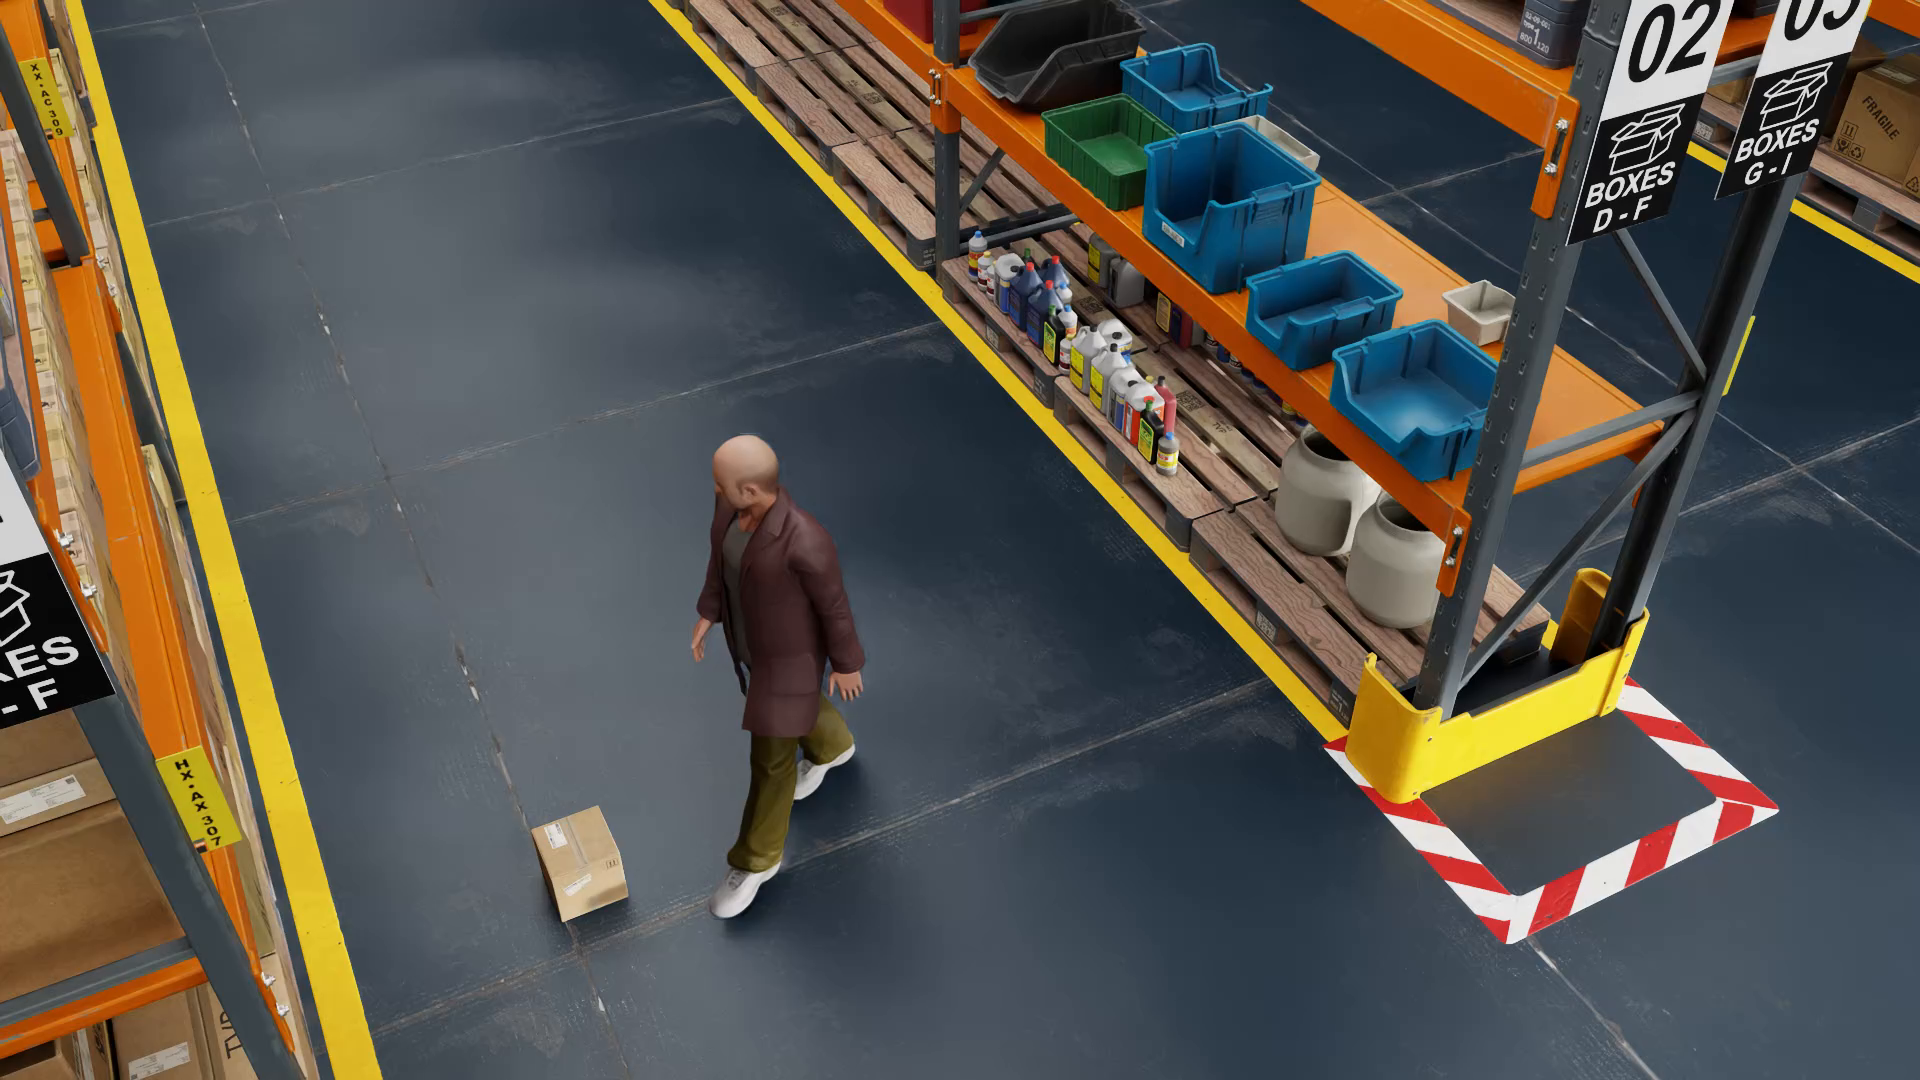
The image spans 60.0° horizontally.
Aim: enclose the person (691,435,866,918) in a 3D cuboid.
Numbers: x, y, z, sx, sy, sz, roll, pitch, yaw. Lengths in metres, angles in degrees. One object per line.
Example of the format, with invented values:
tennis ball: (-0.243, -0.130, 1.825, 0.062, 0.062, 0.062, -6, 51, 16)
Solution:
person: (-0.703, 0.389, 5.697, 0.893, 1.753, 0.628, -28, 48, -29)
